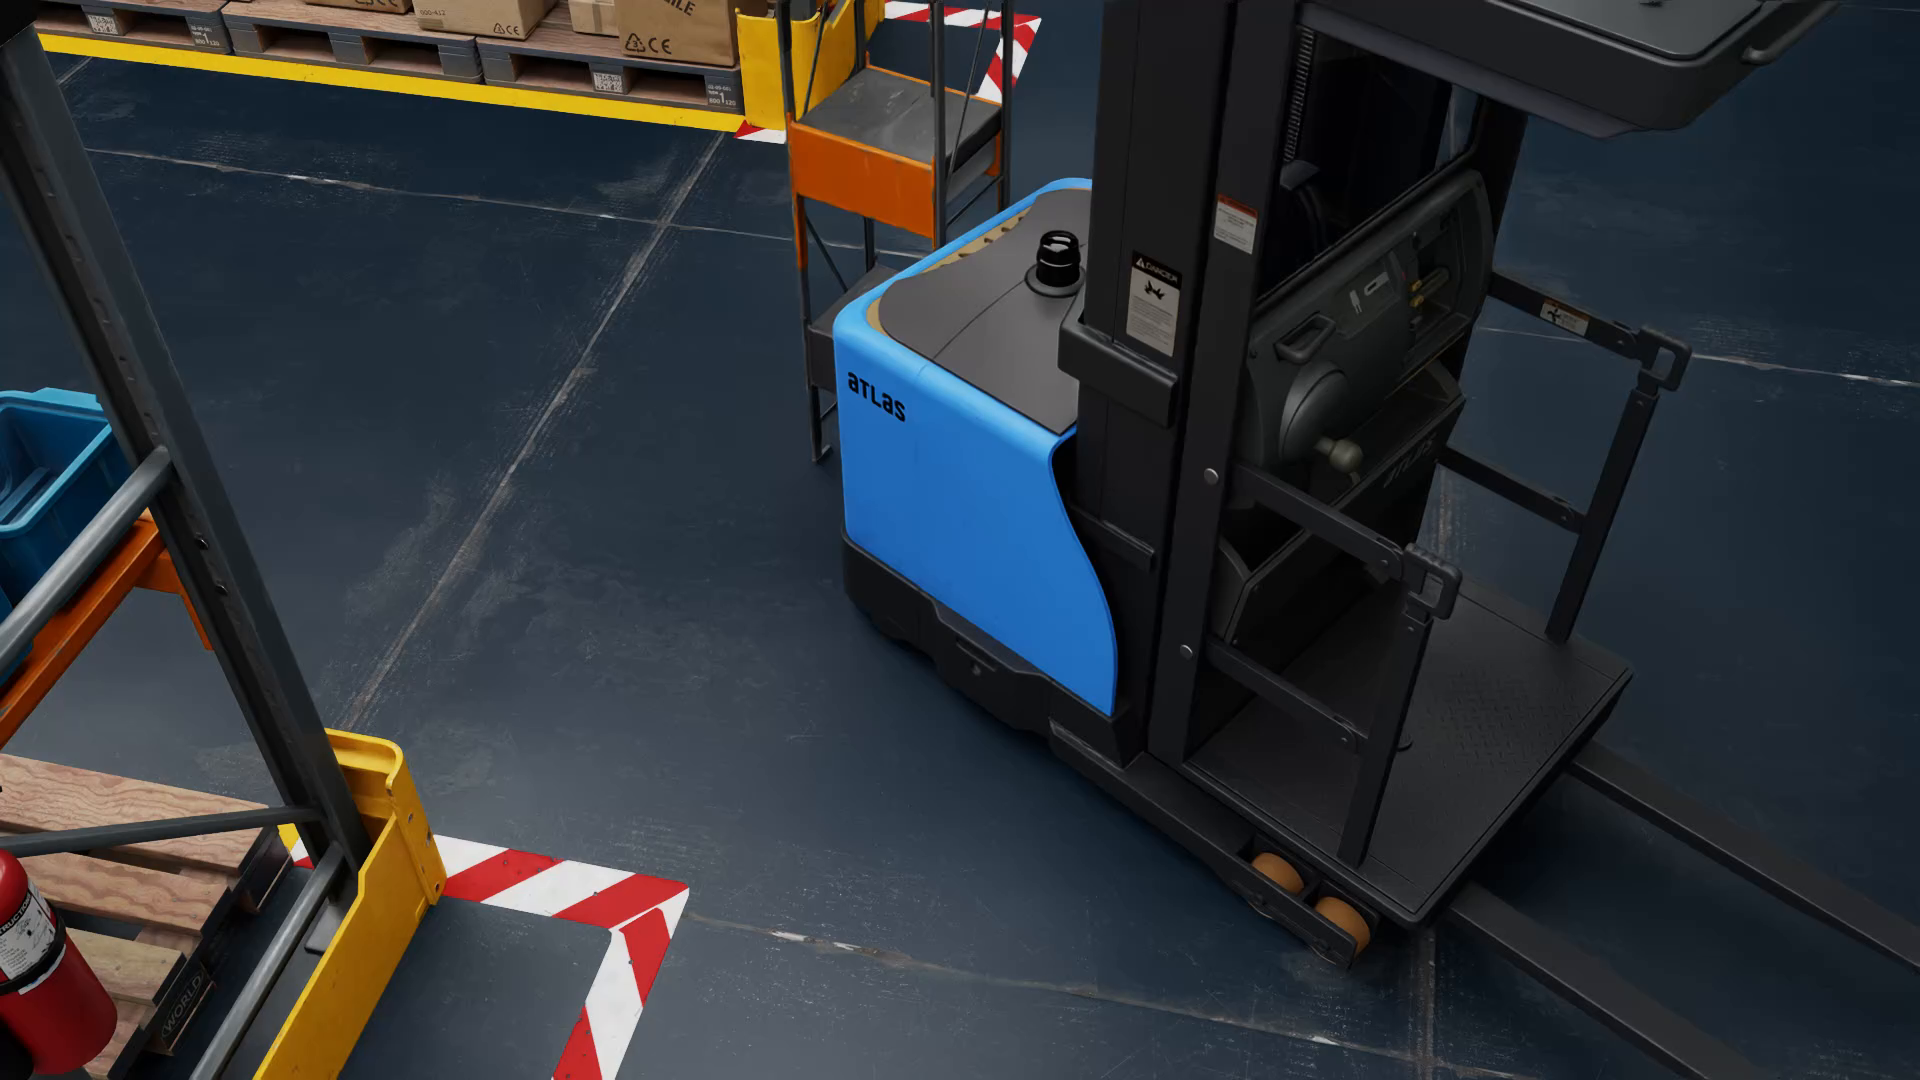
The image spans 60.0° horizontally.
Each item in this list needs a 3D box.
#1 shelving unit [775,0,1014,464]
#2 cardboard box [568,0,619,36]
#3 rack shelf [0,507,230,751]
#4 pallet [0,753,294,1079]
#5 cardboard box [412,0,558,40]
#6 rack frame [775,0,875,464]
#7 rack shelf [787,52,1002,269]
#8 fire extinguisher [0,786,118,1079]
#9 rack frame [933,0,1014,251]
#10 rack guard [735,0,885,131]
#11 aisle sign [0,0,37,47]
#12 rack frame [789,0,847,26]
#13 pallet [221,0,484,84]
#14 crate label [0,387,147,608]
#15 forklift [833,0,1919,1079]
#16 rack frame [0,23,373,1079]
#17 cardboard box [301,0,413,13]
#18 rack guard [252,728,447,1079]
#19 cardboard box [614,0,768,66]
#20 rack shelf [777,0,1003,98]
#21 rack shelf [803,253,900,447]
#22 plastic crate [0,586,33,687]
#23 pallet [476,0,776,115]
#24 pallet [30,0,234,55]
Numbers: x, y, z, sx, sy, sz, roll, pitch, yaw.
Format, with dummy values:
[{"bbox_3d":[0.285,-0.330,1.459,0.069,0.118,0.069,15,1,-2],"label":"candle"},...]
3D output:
[{"bbox_3d":[-0.171,-1.046,4.822,0.503,2.100,0.431,22,48,21],"label":"shelving unit"},{"bbox_3d":[-1.519,-2.378,7.283,0.250,0.166,0.380,9,45,9],"label":"cardboard box"},{"bbox_3d":[-3.596,0.106,3.496,4.000,0.370,1.077,9,45,9],"label":"rack shelf"},{"bbox_3d":[-2.440,1.003,4.056,1.213,0.211,1.003,9,45,9],"label":"pallet"},{"bbox_3d":[-2.064,-2.450,7.298,0.500,0.250,0.500,9,45,9],"label":"cardboard box"},{"bbox_3d":[-0.381,-1.132,4.912,0.015,2.100,0.400,22,48,21],"label":"rack frame"},{"bbox_3d":[-0.171,-1.036,4.832,0.480,0.518,0.431,22,48,21],"label":"rack shelf"},{"bbox_3d":[-1.596,0.642,2.745,0.183,0.674,0.296,9,45,9],"label":"fire extinguisher"},{"bbox_3d":[0.039,-0.960,4.733,0.015,2.100,0.400,22,48,21],"label":"rack frame"},{"bbox_3d":[-0.633,-2.313,7.293,0.348,0.500,1.175,9,45,9],"label":"rack guard"},{"bbox_3d":[-1.509,-0.977,2.228,0.004,0.787,0.394,9,45,9],"label":"aisle sign"},{"bbox_3d":[-0.559,-3.202,6.414,0.127,3.000,1.000,9,45,9],"label":"rack frame"},{"bbox_3d":[-2.598,-2.515,7.711,1.213,0.211,1.003,9,45,9],"label":"pallet"},{"bbox_3d":[-1.813,-0.072,3.239,0.303,0.233,0.416,9,45,9],"label":"crate label"},{"bbox_3d":[1.070,-0.415,3.567,3.031,2.935,1.130,33,53,30],"label":"forklift"},{"bbox_3d":[-1.644,0.149,2.932,0.127,3.000,1.000,9,45,9],"label":"rack frame"},{"bbox_3d":[-2.628,-2.786,7.464,0.637,0.503,0.797,9,45,9],"label":"cardboard box"},{"bbox_3d":[-1.618,1.045,3.804,0.348,0.500,1.175,9,45,9],"label":"rack guard"},{"bbox_3d":[-1.143,-2.376,7.041,0.500,0.500,0.500,9,45,9],"label":"cardboard box"},{"bbox_3d":[-0.171,-1.540,4.346,0.480,0.518,0.431,22,48,21],"label":"rack shelf"},{"bbox_3d":[-0.171,-0.531,5.317,0.480,0.518,0.431,22,48,21],"label":"rack shelf"},{"bbox_3d":[-2.012,0.191,2.820,0.499,0.435,0.616,9,45,9],"label":"plastic crate"},{"bbox_3d":[-1.411,-2.329,7.518,1.213,0.211,1.003,9,45,9],"label":"pallet"},{"bbox_3d":[-3.792,-2.699,7.902,1.213,0.211,1.003,9,45,9],"label":"pallet"}]
